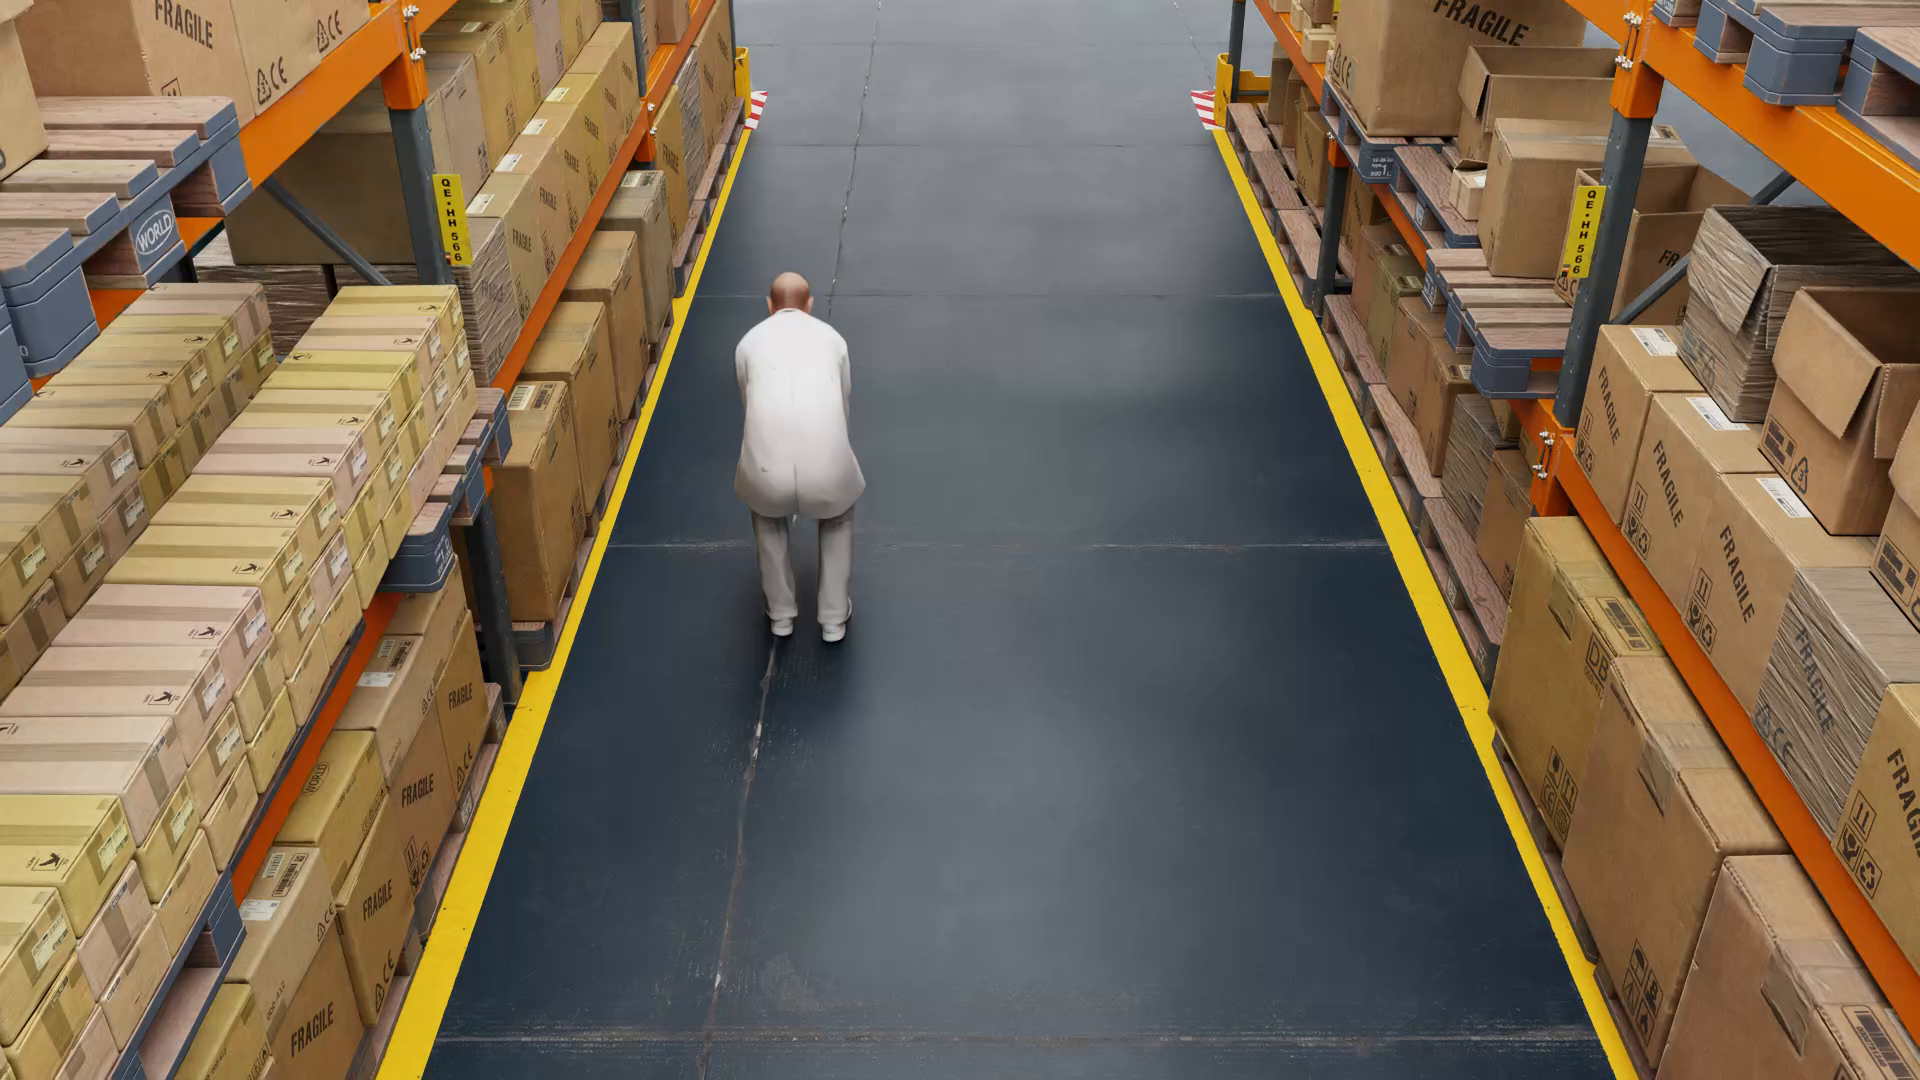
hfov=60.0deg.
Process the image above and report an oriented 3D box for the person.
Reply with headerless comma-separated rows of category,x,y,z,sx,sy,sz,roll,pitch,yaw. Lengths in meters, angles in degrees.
person,-0.677,-0.335,7.069,0.552,1.404,0.858,-2,31,-3
